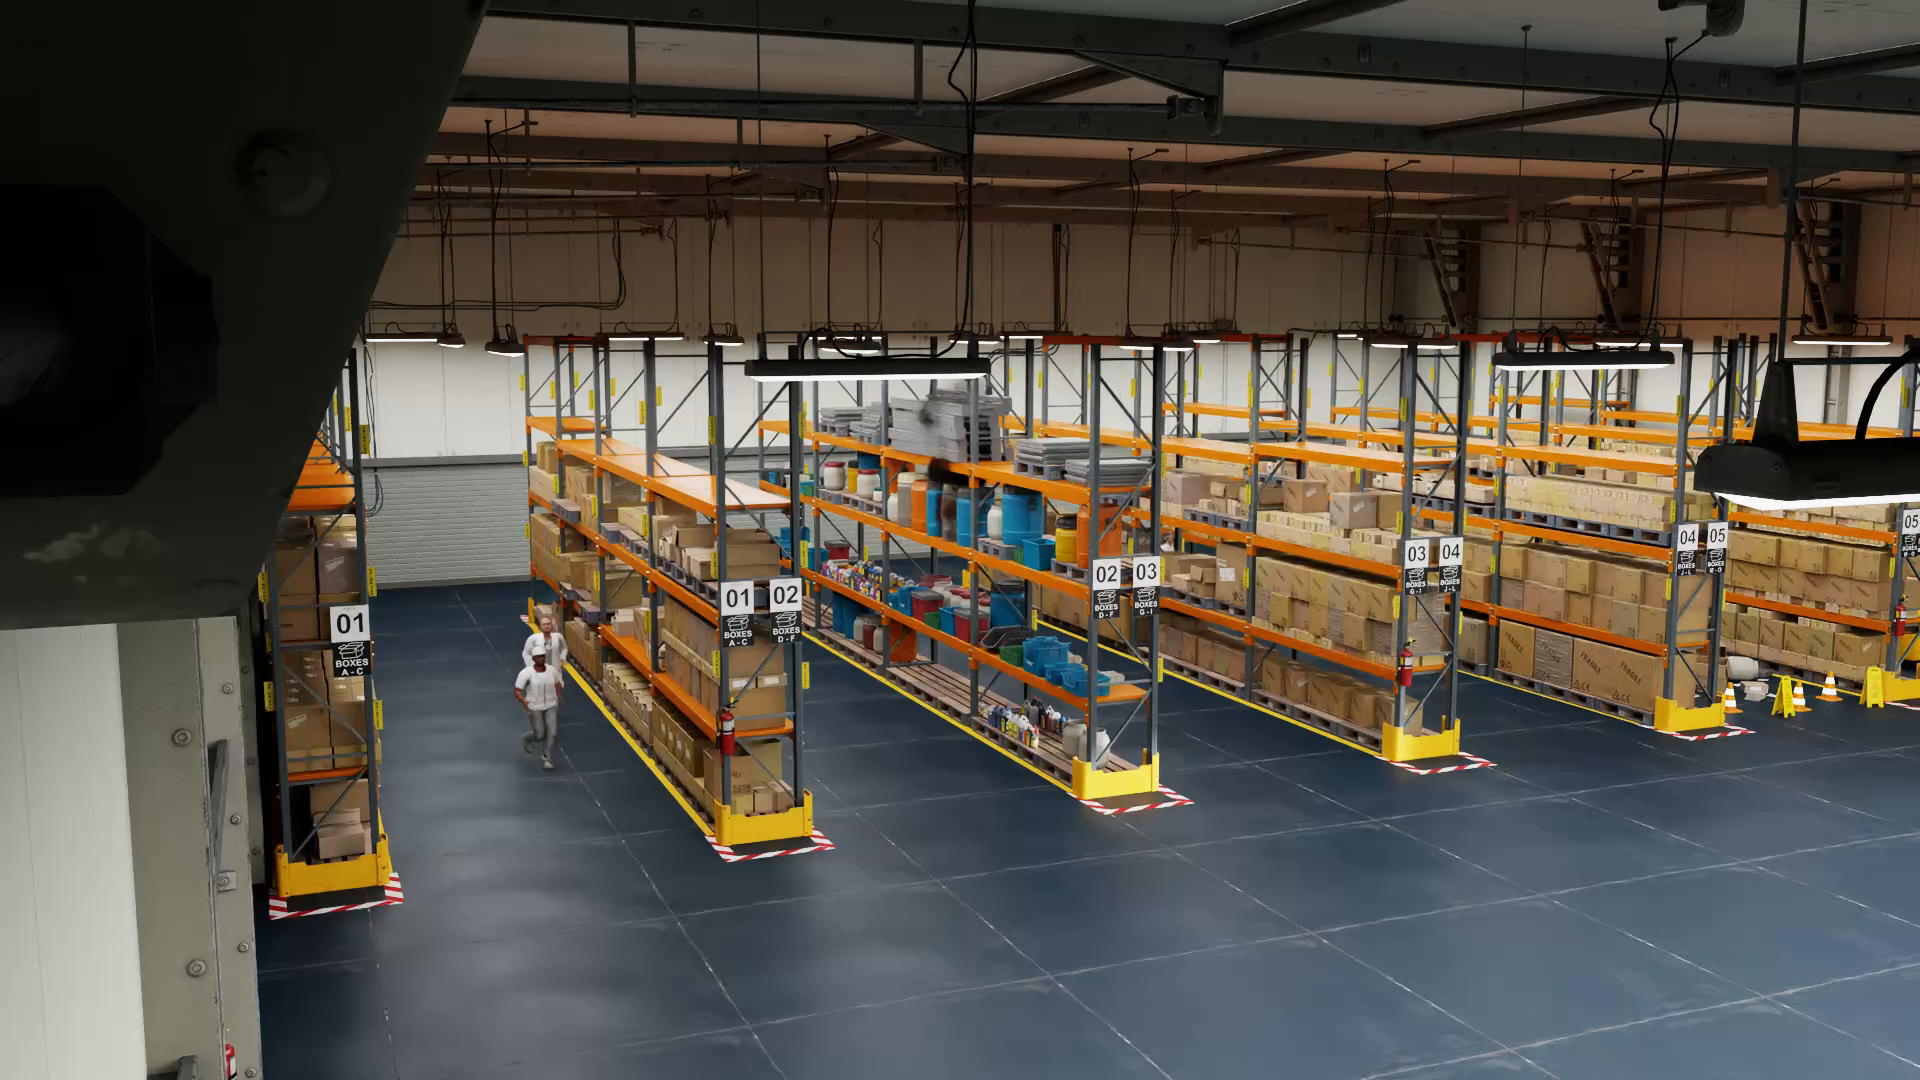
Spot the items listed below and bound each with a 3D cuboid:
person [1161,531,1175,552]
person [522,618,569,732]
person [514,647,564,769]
[{"bbox_3d":[4.540,0.648,36.320,0.629,1.722,0.866,-5,9,-31],"label":"person"},{"bbox_3d":[-6.421,2.064,25.842,0.712,1.738,0.865,-3,8,-20],"label":"person"},{"bbox_3d":[-5.939,2.360,23.560,0.710,1.734,0.723,-6,10,-37],"label":"person"}]
